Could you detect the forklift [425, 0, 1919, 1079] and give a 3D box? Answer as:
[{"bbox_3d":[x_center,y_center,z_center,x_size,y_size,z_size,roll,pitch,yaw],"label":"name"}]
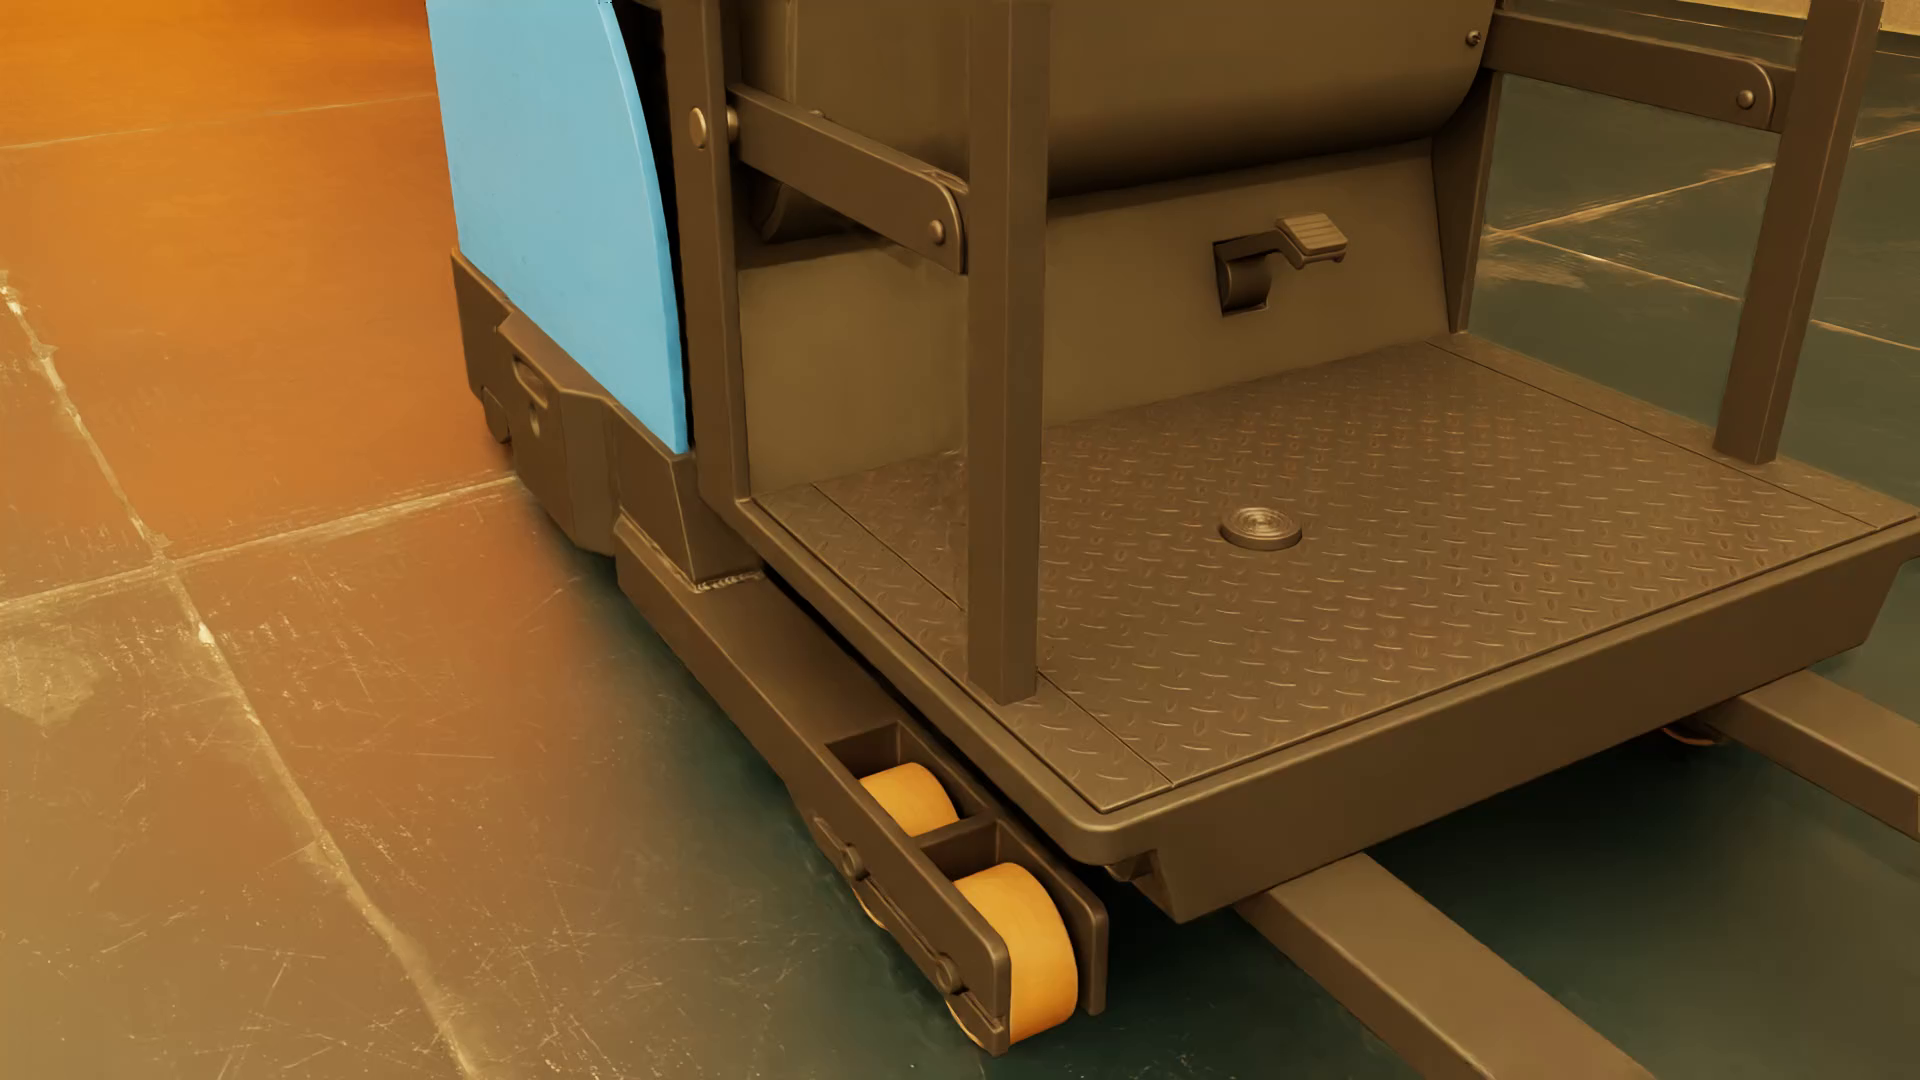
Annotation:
[{"bbox_3d":[0.327,-1.074,1.372,1.130,2.935,3.031,-15,30,-27],"label":"forklift"}]
